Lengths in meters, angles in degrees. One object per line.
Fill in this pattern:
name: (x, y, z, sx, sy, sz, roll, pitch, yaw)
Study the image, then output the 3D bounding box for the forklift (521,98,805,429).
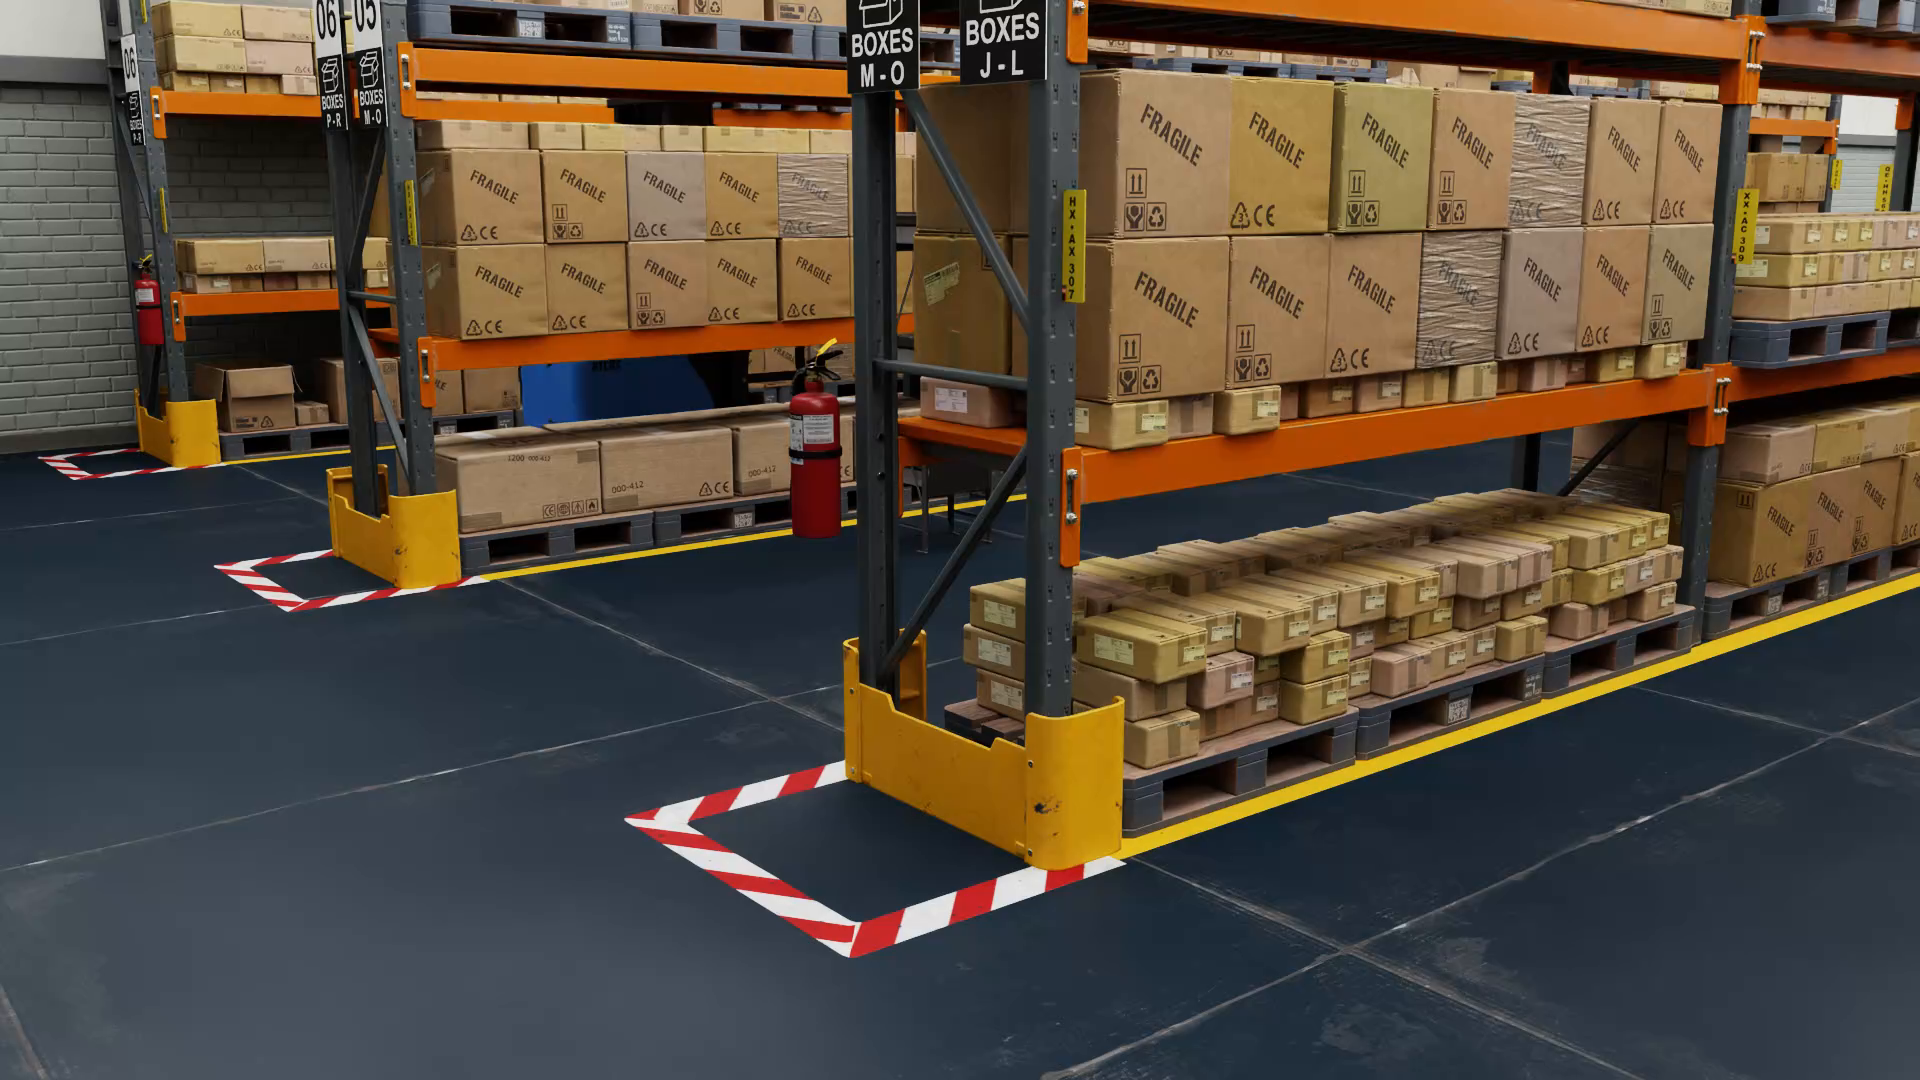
forklift: (-1.687, -1.965, 12.326, 3.031, 2.935, 1.130, -9, 15, -36)

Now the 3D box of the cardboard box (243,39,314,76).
cardboard box: (-5.380, -3.744, 12.964, 0.500, 0.250, 0.500, -9, 15, -37)

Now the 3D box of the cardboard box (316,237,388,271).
cardboard box: (-4.972, -2.341, 13.579, 0.500, 0.250, 0.500, -10, 15, -39)

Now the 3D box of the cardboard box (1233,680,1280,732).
cardboard box: (0.946, 0.564, 6.102, 0.250, 0.149, 0.380, -9, 15, -37)

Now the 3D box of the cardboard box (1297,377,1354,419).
cardboard box: (1.212, -0.547, 6.088, 0.250, 0.149, 0.380, -10, 15, -38)

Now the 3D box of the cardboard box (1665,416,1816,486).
cardboard box: (3.859, -0.450, 8.226, 0.500, 0.250, 0.500, -10, 16, -40)

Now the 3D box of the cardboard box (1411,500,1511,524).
cardboard box: (2.300, -0.071, 7.662, 0.250, 0.149, 0.380, -10, 15, -38)

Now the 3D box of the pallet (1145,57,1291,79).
pallet: (1.728, -3.493, 12.590, 1.213, 0.211, 1.003, -9, 15, -35)

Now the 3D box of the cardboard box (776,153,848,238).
cardboard box: (-1.043, -2.137, 10.322, 0.500, 0.500, 0.500, -9, 15, -37)

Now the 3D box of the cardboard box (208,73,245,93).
cardboard box: (-5.699, -3.509, 12.814, 0.250, 0.149, 0.380, -9, 15, -37)

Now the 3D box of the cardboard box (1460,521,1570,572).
cardboard box: (2.386, 0.033, 7.170, 0.250, 0.149, 0.380, -9, 15, -36)

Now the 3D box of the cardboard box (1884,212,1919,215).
cardboard box: (5.550, -1.876, 9.903, 0.250, 0.149, 0.380, -10, 16, -39)

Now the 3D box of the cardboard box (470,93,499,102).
cardboard box: (-4.084, -3.766, 14.024, 0.250, 0.149, 0.380, -9, 15, -36)

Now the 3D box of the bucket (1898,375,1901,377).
bucket: (8.030, -1.619, 14.753, 0.620, 0.611, 0.726, -14, 16, -16)

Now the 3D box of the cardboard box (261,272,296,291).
cardboard box: (-5.500, -2.078, 13.298, 0.250, 0.149, 0.380, -10, 15, -38)

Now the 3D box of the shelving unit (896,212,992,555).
shelving unit: (-0.129, -1.006, 9.810, 0.503, 2.100, 0.431, -9, 15, -38)

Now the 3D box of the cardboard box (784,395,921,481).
cardboard box: (-0.612, -0.725, 11.478, 0.875, 0.438, 0.875, -10, 15, -38)

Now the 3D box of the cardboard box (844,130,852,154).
cardboard box: (-0.757, -2.517, 10.553, 0.250, 0.149, 0.380, -10, 15, -38)

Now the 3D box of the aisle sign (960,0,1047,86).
aisle sign: (0.124, -1.742, 4.850, 0.004, 0.787, 0.394, -9, 15, -38)

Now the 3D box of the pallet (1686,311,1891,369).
pallet: (3.805, -1.029, 8.214, 1.213, 0.211, 1.003, -9, 15, -38)

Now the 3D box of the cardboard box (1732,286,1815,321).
cardboard box: (3.712, -1.106, 7.710, 0.250, 0.149, 0.380, -10, 16, -40)

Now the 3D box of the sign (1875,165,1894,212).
sign: (5.891, -2.222, 10.584, 0.005, 0.325, 0.100, -9, 15, -38)

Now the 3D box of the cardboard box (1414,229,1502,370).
cardboard box: (1.703, -0.938, 6.368, 0.500, 0.500, 0.500, -10, 16, -39)

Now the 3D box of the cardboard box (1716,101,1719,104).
cardboard box: (7.651, -4.373, 16.885, 0.250, 0.149, 0.380, -10, 15, -39)

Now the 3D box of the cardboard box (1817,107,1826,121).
cardboard box: (9.212, -4.647, 18.173, 0.250, 0.149, 0.380, -9, 15, -37)

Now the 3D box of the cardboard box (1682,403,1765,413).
cardboard box: (3.950, -0.599, 8.929, 0.500, 0.250, 0.500, -9, 15, -35)

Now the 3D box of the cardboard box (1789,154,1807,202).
cardboard box: (8.654, -3.911, 17.963, 0.500, 0.500, 0.700, -9, 15, -37)

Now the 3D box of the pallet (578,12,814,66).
pallet: (-1.652, -2.999, 10.022, 1.213, 0.211, 1.003, -9, 15, -38)

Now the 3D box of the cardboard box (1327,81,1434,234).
cardboard box: (1.320, -1.357, 5.935, 0.500, 0.500, 0.500, -10, 15, -39)

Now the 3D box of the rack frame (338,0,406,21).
rack frame: (-3.178, -4.252, 8.490, 0.127, 3.000, 1.000, -9, 15, -38)

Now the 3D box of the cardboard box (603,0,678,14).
cardboard box: (-1.978, -3.182, 9.633, 0.500, 0.311, 0.500, -9, 15, -37)

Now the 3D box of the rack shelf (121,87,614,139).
rack shelf: (-4.720, -3.497, 13.888, 4.000, 0.370, 1.077, -9, 15, -38)

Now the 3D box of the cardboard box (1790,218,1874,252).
cardboard box: (4.128, -1.467, 7.978, 0.250, 0.149, 0.380, -9, 15, -37)

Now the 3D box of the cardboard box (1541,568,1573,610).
cardboard box: (2.411, 0.180, 7.194, 0.250, 0.149, 0.380, -9, 15, -37)

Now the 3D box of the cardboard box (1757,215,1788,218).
cardboard box: (4.120, -1.638, 8.783, 0.250, 0.149, 0.380, -10, 16, -39)

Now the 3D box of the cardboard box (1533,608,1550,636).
cardboard box: (2.321, 0.328, 7.217, 0.250, 0.149, 0.380, -10, 16, -39)

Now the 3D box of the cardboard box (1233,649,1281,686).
cardboard box: (0.948, 0.417, 6.081, 0.250, 0.149, 0.380, -9, 15, -37)

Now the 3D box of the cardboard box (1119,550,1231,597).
cardboard box: (0.845, 0.159, 6.577, 0.250, 0.149, 0.380, -10, 16, -40)

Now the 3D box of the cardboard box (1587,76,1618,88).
cardboard box: (5.827, -4.375, 15.639, 0.500, 0.250, 0.500, -10, 15, -39)

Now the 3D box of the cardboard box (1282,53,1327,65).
cardboard box: (2.415, -3.918, 12.886, 0.500, 0.500, 0.700, -10, 16, -40)

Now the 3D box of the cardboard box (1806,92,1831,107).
cardboard box: (9.085, -4.823, 18.045, 0.500, 0.250, 0.500, -10, 15, -38)

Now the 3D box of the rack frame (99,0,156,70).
rack frame: (-6.281, -5.057, 12.279, 0.127, 3.000, 1.000, -9, 15, -38)

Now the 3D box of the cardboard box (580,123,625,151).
cardboard box: (-2.099, -2.272, 9.397, 0.250, 0.149, 0.380, -10, 16, -39)

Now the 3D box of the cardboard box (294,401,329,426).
cardboard box: (-5.389, -1.046, 13.686, 0.250, 0.149, 0.380, -10, 16, -40)

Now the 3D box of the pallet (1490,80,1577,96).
pallet: (4.836, -4.052, 15.222, 1.003, 0.211, 1.213, -9, 15, -38)

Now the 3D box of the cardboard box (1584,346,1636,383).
cardboard box: (2.661, -0.773, 7.153, 0.250, 0.149, 0.380, -9, 15, -35)

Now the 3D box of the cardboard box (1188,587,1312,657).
cardboard box: (1.032, 0.290, 5.962, 0.250, 0.149, 0.380, -9, 15, -38)

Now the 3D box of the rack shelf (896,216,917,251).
rack shelf: (-0.129, -1.677, 9.667, 0.480, 0.518, 0.431, -9, 15, -38)

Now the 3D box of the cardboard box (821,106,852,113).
cardboard box: (-1.066, -4.318, 16.382, 0.500, 0.250, 0.500, -9, 15, -38)

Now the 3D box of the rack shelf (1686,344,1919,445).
rack shelf: (4.679, -0.955, 9.135, 4.000, 0.370, 1.077, -9, 15, -38)

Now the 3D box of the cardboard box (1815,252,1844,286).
cardboard box: (3.913, -1.286, 7.839, 0.250, 0.149, 0.380, -10, 15, -39)

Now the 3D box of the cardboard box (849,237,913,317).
cardboard box: (-0.655, -1.716, 10.750, 0.500, 0.500, 0.500, -10, 16, -39)

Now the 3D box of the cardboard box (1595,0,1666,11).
cardboard box: (2.505, -2.271, 6.740, 0.500, 0.250, 0.500, -9, 15, -38)
